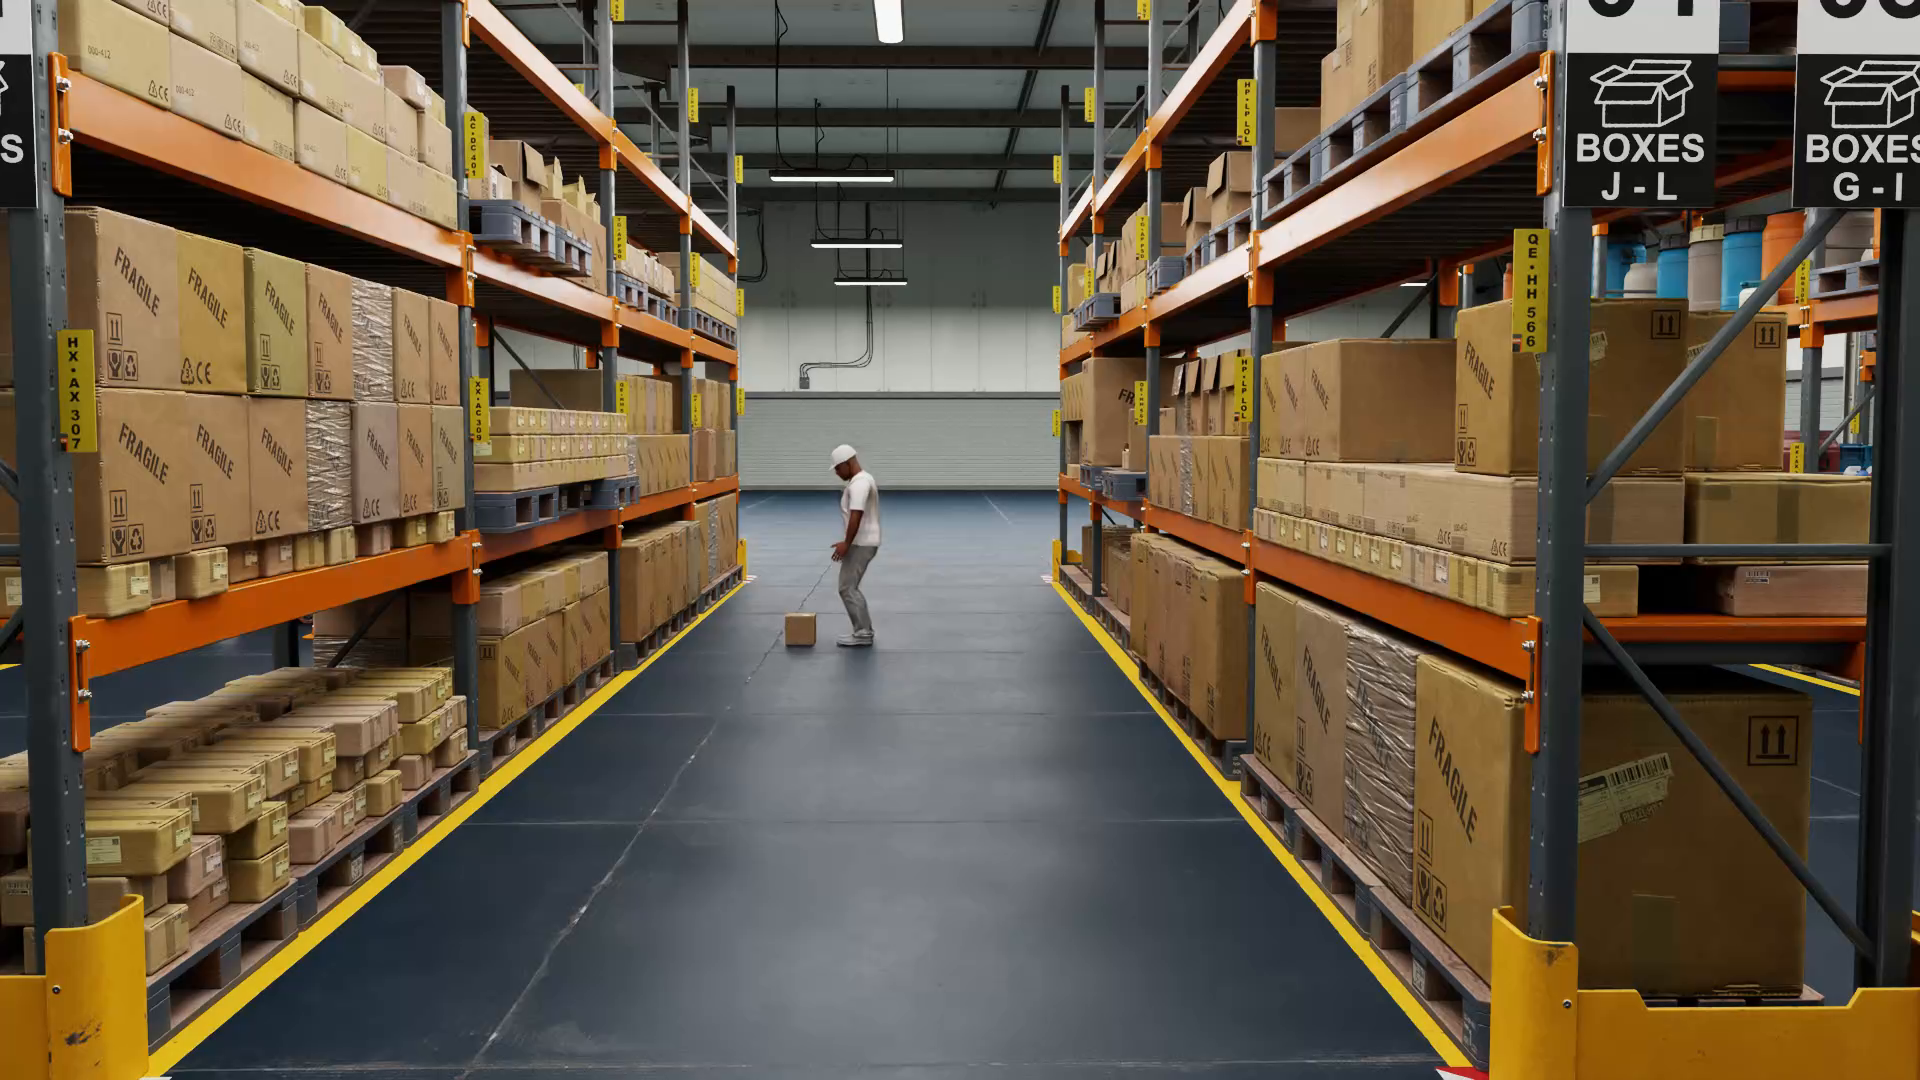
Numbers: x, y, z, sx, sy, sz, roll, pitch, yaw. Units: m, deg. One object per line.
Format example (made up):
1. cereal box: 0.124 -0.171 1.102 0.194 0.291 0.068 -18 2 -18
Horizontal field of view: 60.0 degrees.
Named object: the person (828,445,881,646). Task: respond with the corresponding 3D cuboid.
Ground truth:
1. person: -0.906 0.042 14.309 0.453 1.718 0.591 0 4 0
